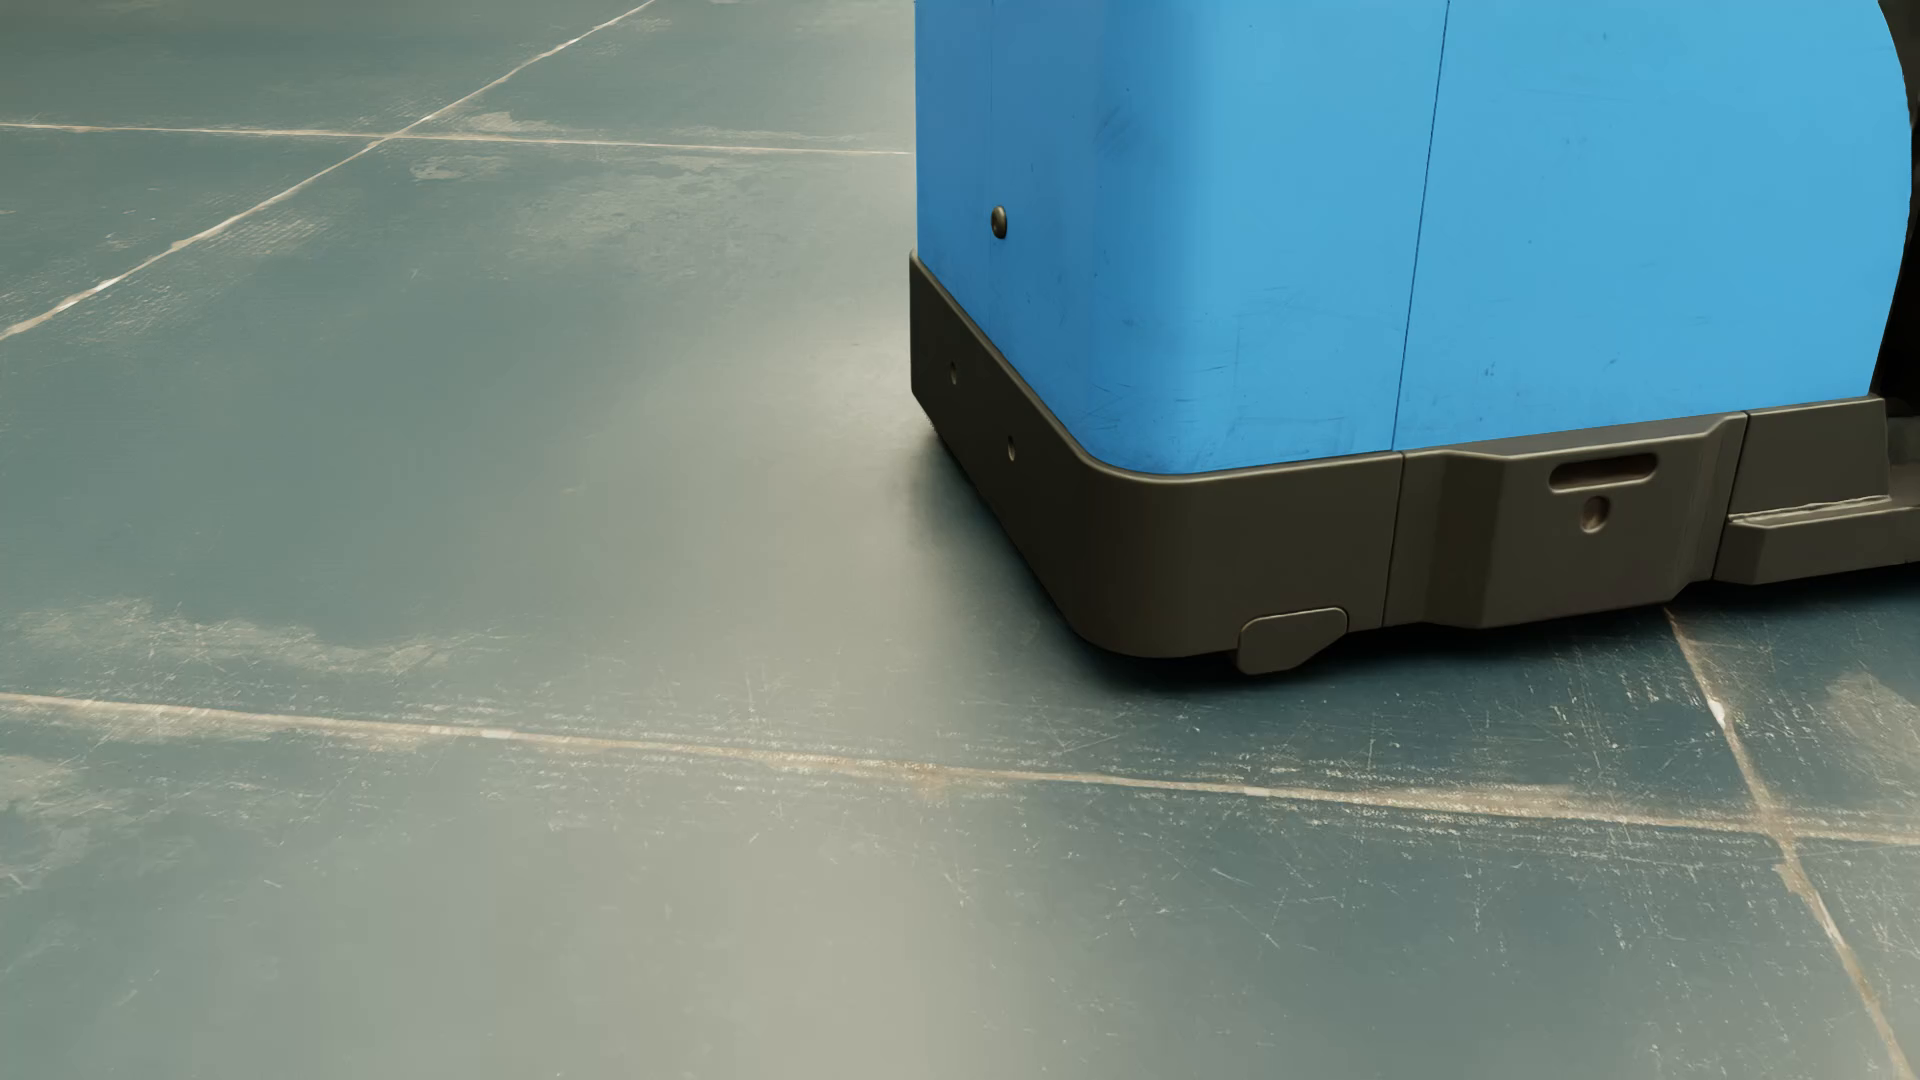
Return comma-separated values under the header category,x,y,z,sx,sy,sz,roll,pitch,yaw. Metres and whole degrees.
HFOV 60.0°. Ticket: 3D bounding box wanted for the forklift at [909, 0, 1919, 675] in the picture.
category,x,y,z,sx,sy,sz,roll,pitch,yaw
forklift,1.491,-1.495,2.214,3.031,2.935,1.130,-7,27,-14
